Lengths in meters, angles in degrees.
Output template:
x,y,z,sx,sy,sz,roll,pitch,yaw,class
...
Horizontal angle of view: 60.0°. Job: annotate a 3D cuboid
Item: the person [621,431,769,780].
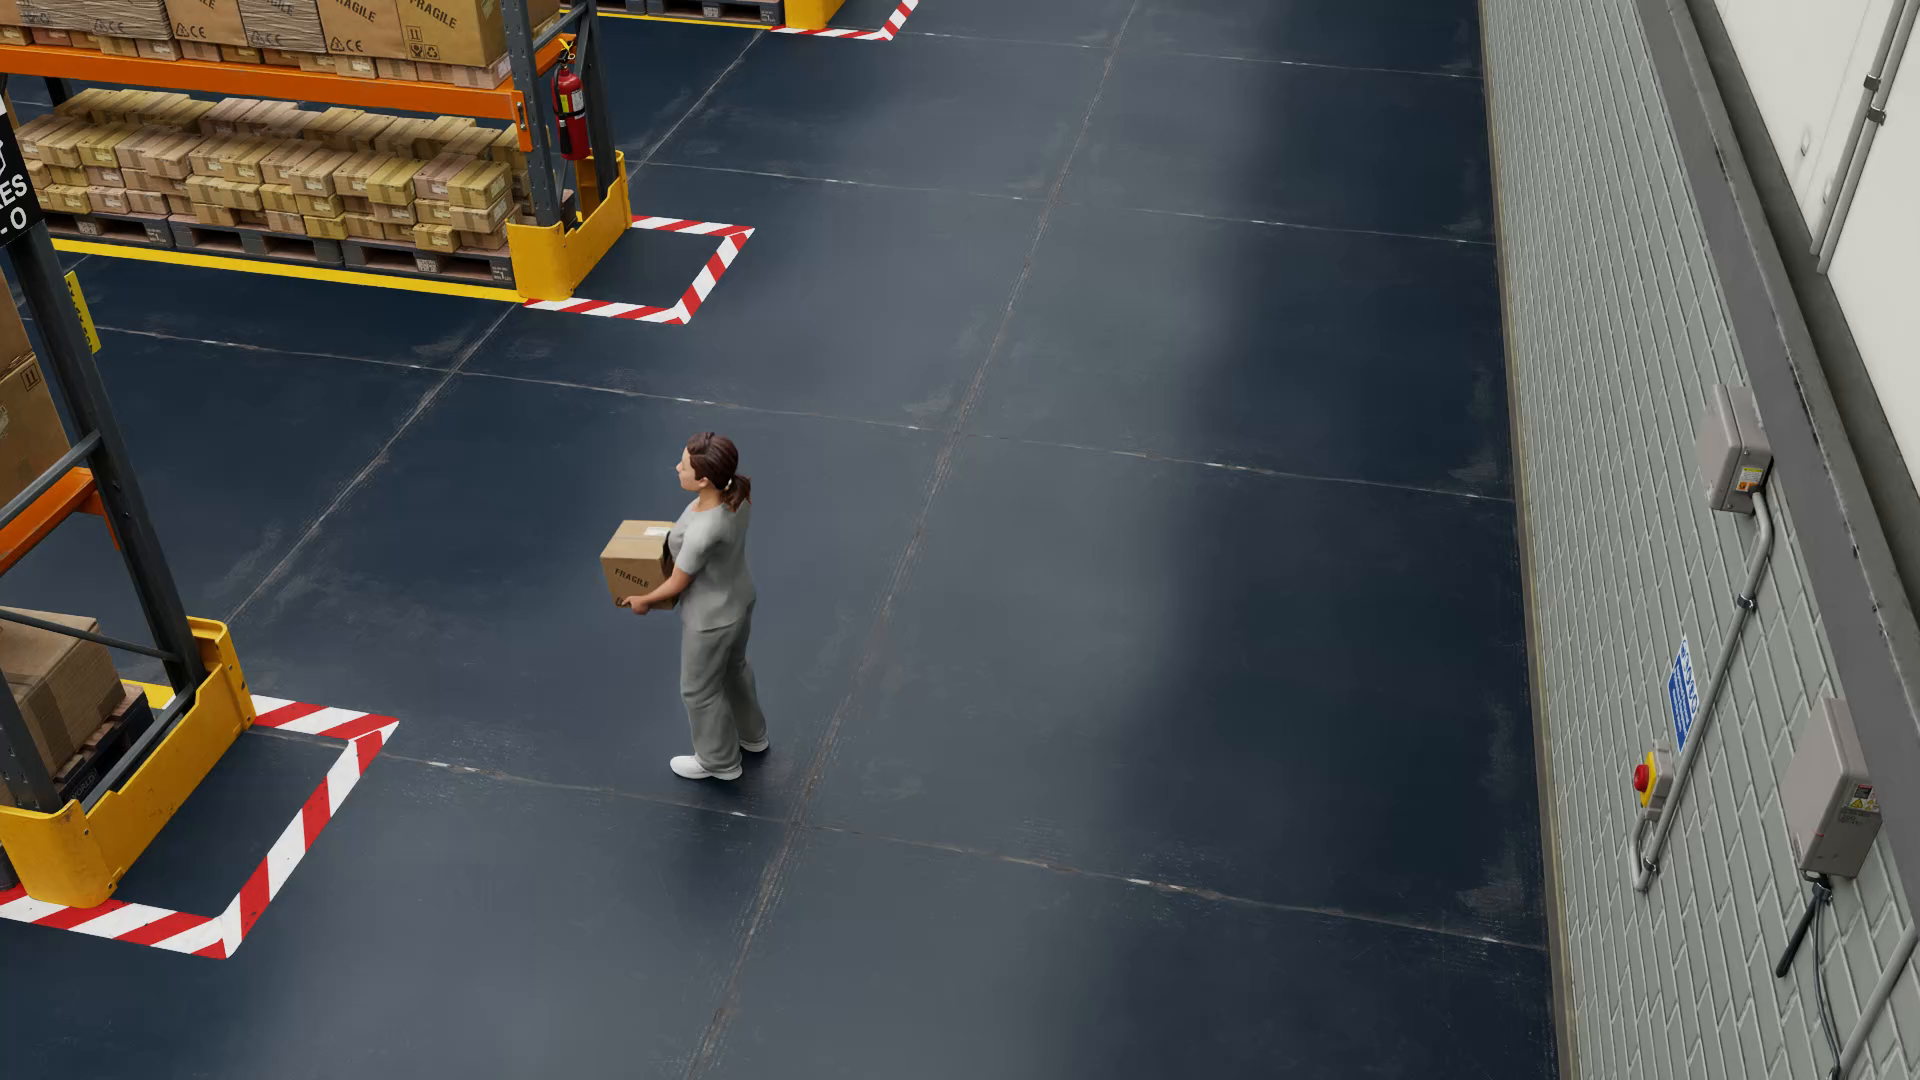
x,y,z,sx,sy,sz,roll,pitch,yaw,class
-1.035,0.270,6.613,0.541,1.667,0.436,8,37,10,person
